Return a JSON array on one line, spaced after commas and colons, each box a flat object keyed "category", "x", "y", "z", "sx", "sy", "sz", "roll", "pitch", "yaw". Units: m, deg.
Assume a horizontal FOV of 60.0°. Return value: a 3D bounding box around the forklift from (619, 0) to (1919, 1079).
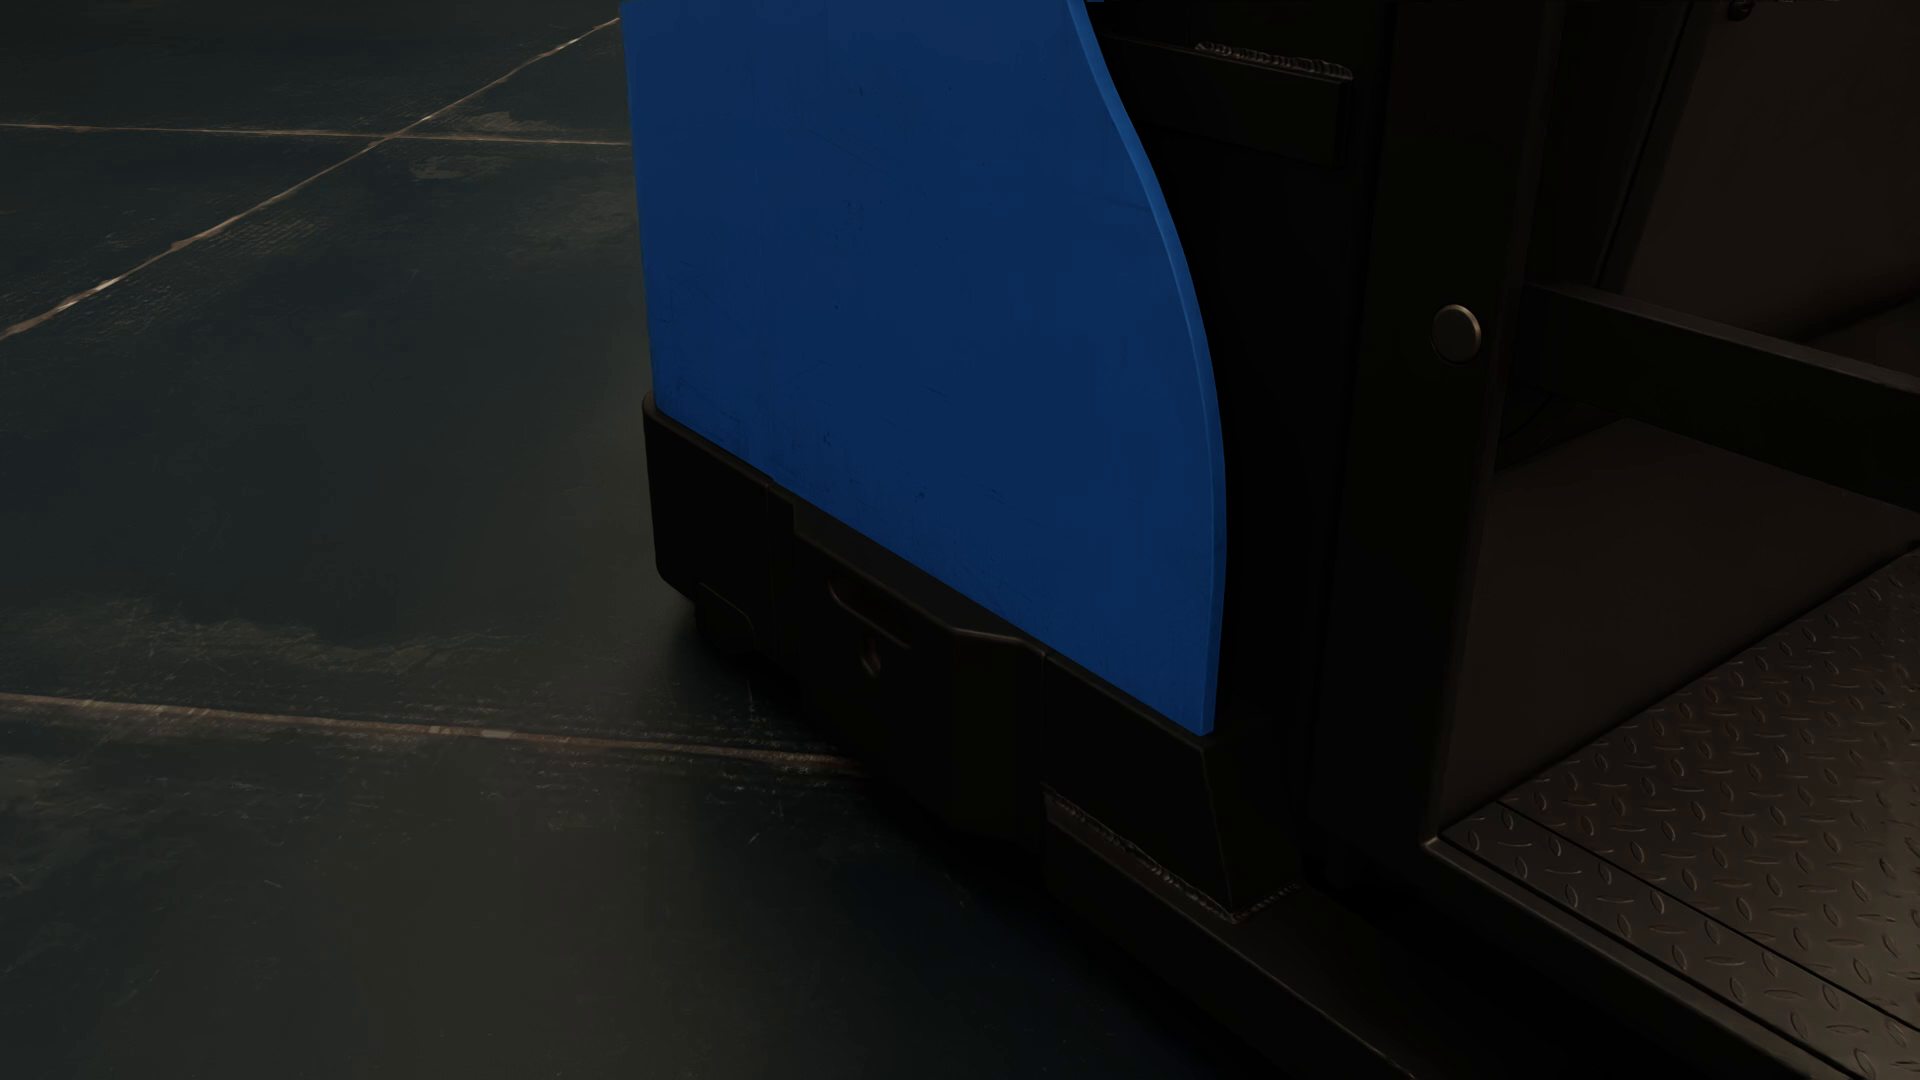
[{"category": "forklift", "x": 0.892, "y": -0.842, "z": 0.905, "sx": 1.130, "sy": 2.935, "sz": 3.031, "roll": -19, "pitch": 32, "yaw": -34}]
